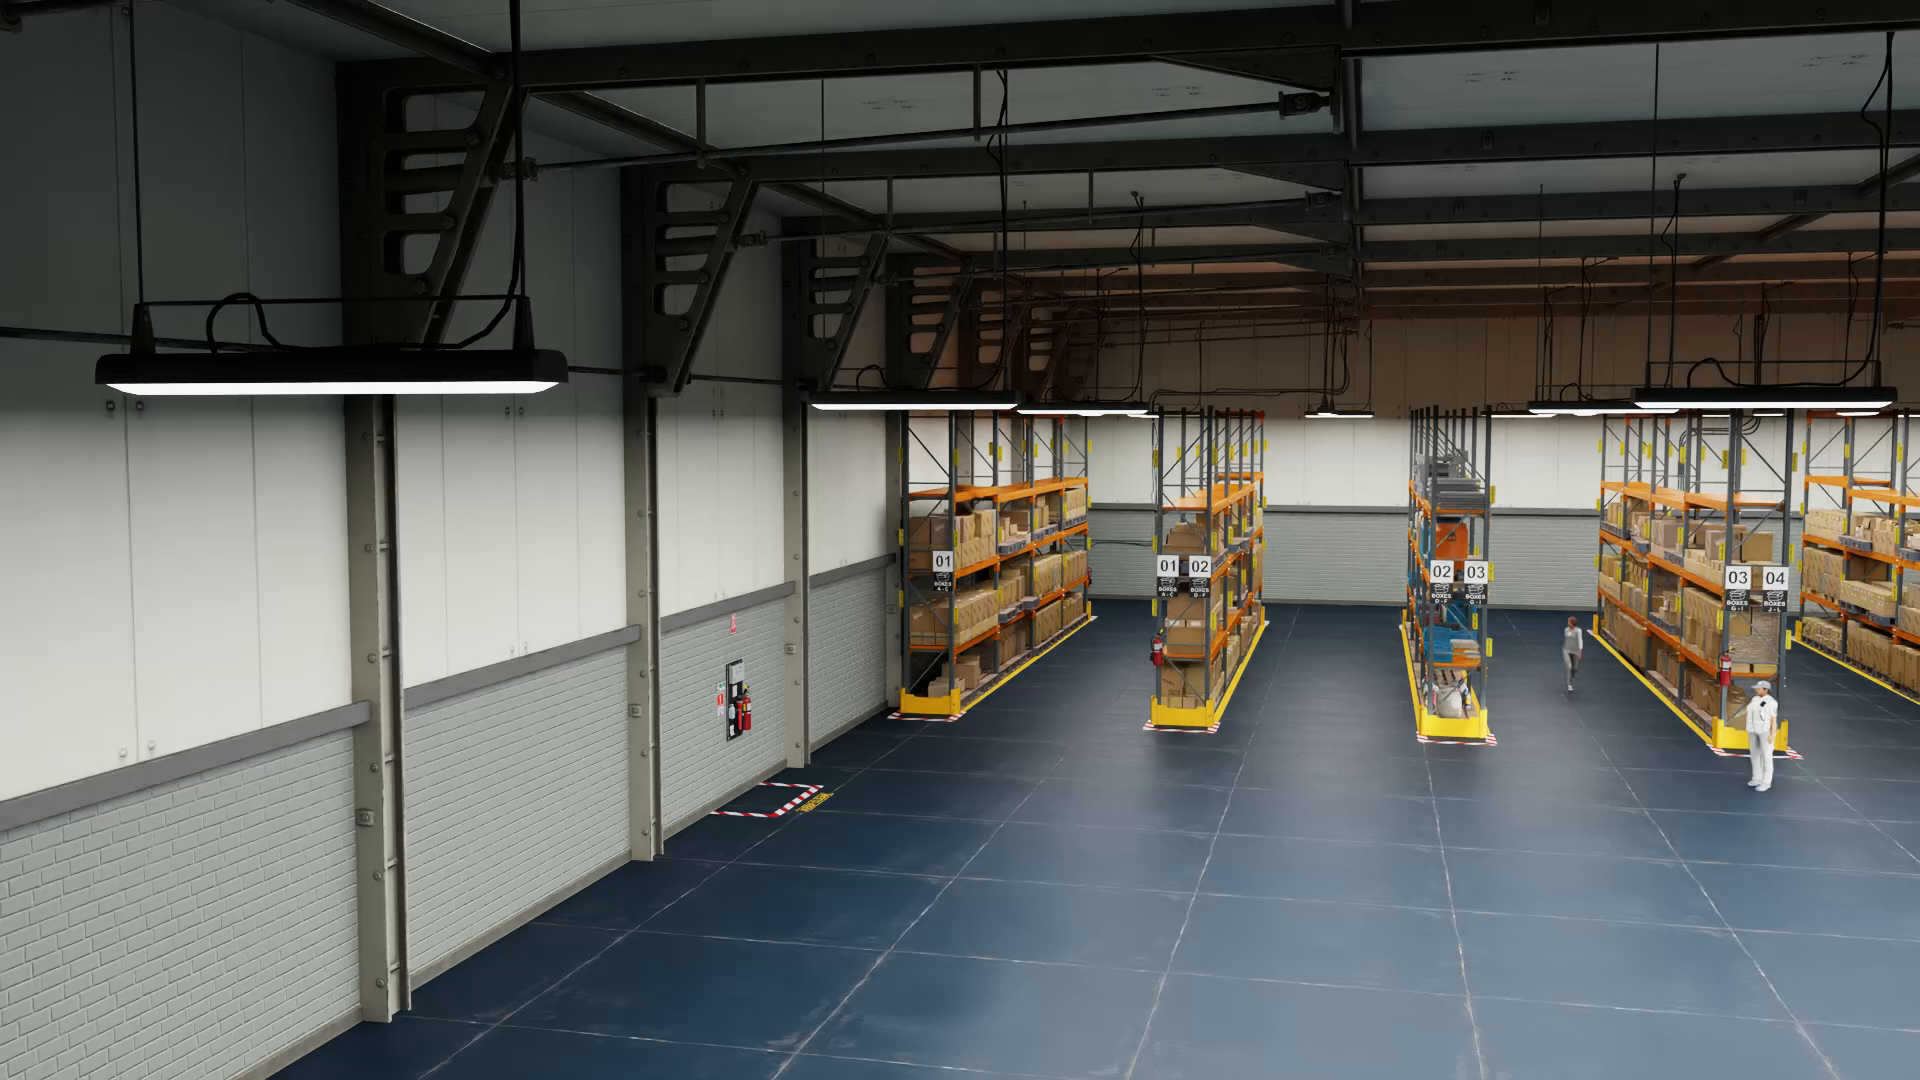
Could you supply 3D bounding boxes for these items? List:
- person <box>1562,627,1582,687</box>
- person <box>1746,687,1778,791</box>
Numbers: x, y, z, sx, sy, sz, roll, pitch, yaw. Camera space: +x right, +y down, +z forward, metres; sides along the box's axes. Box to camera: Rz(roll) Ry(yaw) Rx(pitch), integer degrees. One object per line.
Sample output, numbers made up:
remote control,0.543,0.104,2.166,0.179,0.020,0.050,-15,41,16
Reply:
person,12.989,2.472,35.392,0.387,1.276,0.585,0,4,6
person,12.477,3.038,25.979,0.535,1.647,0.481,-3,5,-36
